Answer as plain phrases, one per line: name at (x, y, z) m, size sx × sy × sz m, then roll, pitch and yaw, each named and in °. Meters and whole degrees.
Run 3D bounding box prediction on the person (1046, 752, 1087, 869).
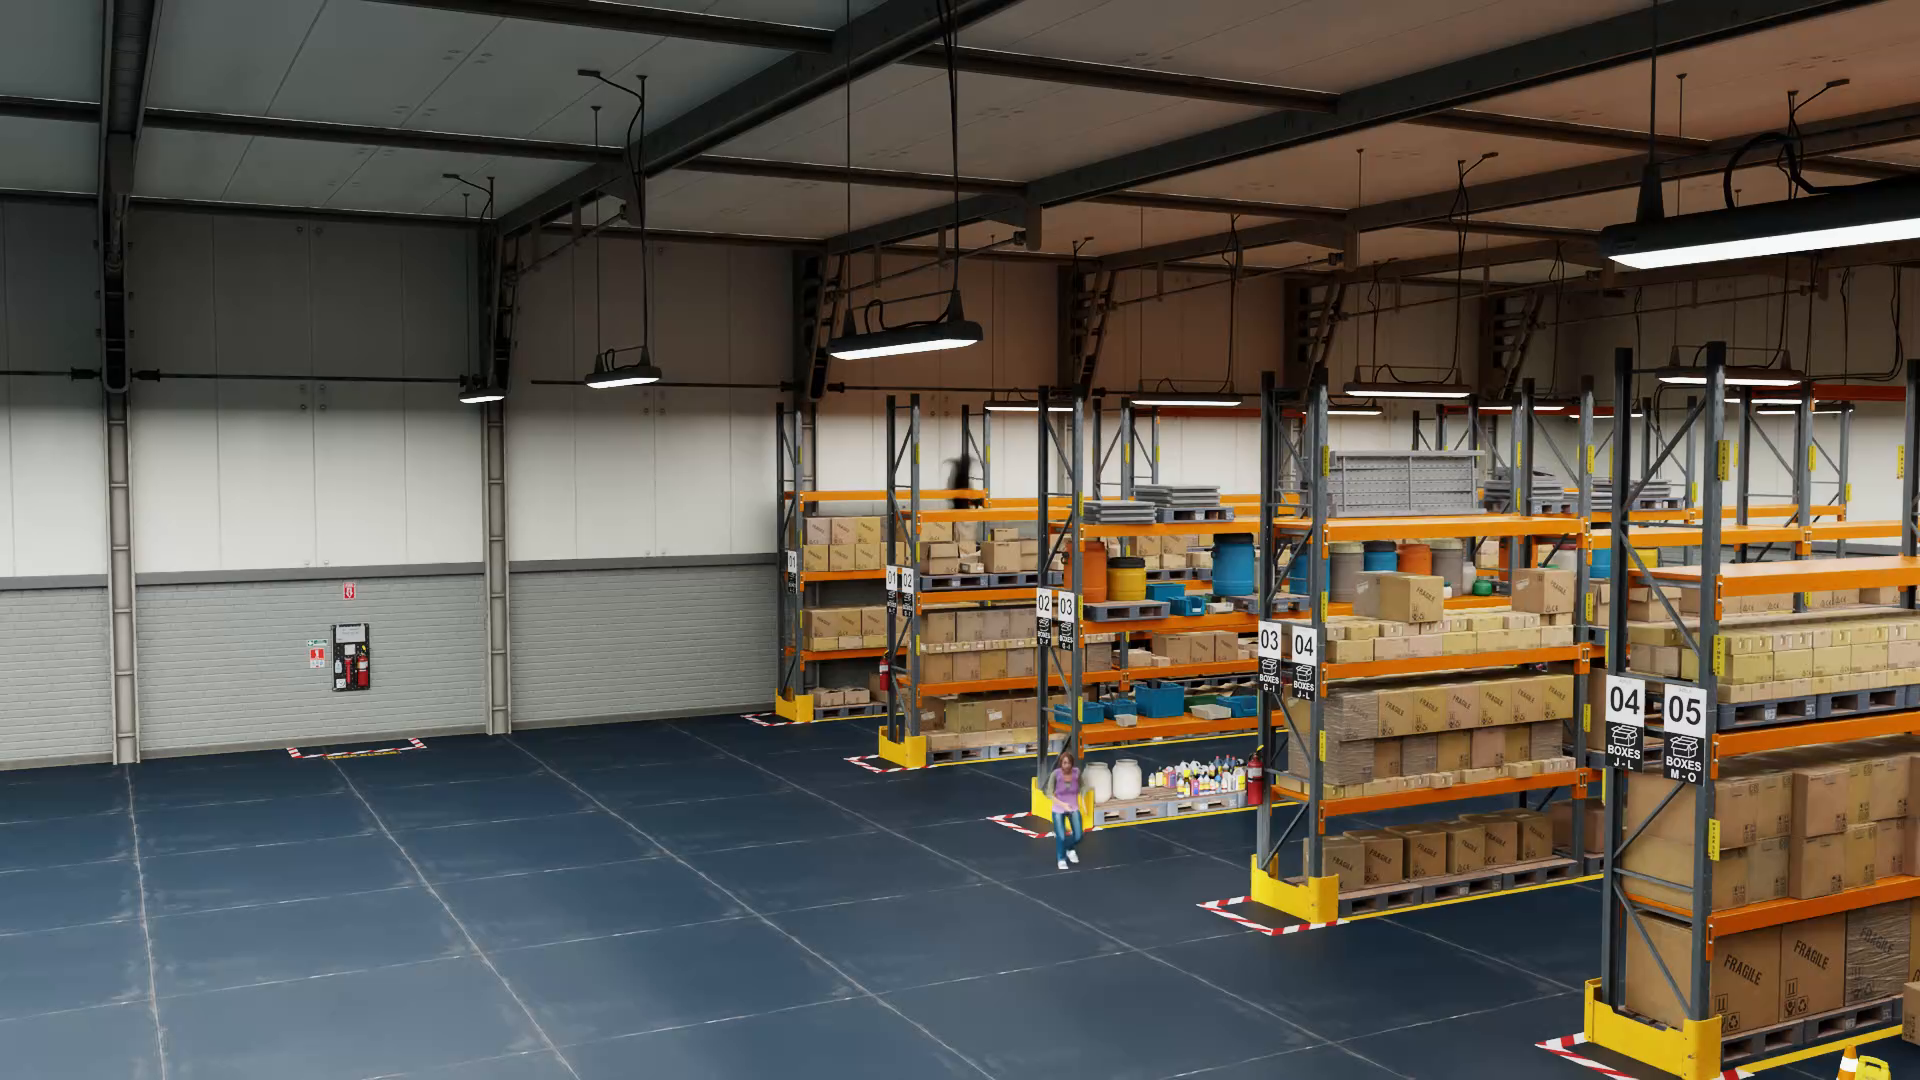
person at (1.290, 3.280, 20.129) m, size 0.525 × 1.491 × 0.703 m, roll 0°, pitch 3°, yaw -8°
